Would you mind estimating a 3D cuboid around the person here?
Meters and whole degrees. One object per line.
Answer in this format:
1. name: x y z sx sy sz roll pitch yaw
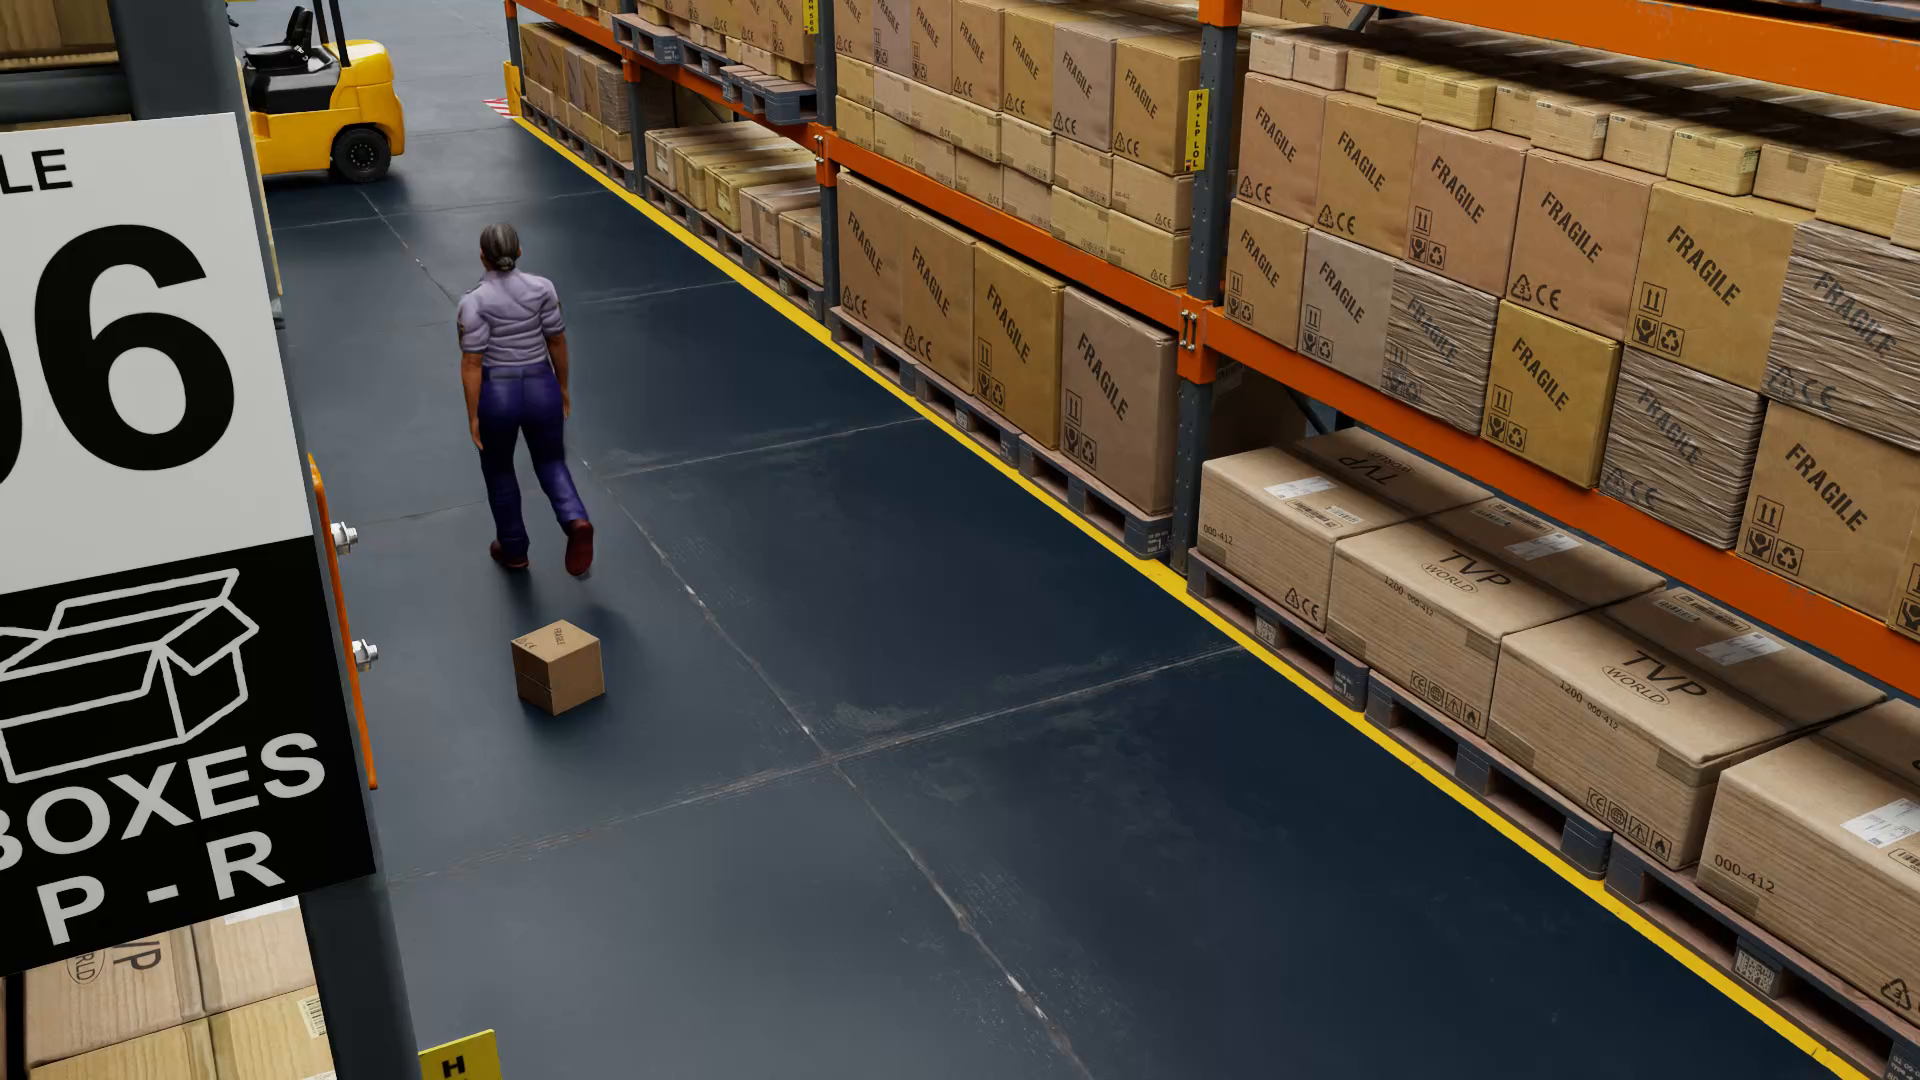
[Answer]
1. person: -1.934 -0.599 7.354 0.498 1.617 0.654 -16 30 -30
